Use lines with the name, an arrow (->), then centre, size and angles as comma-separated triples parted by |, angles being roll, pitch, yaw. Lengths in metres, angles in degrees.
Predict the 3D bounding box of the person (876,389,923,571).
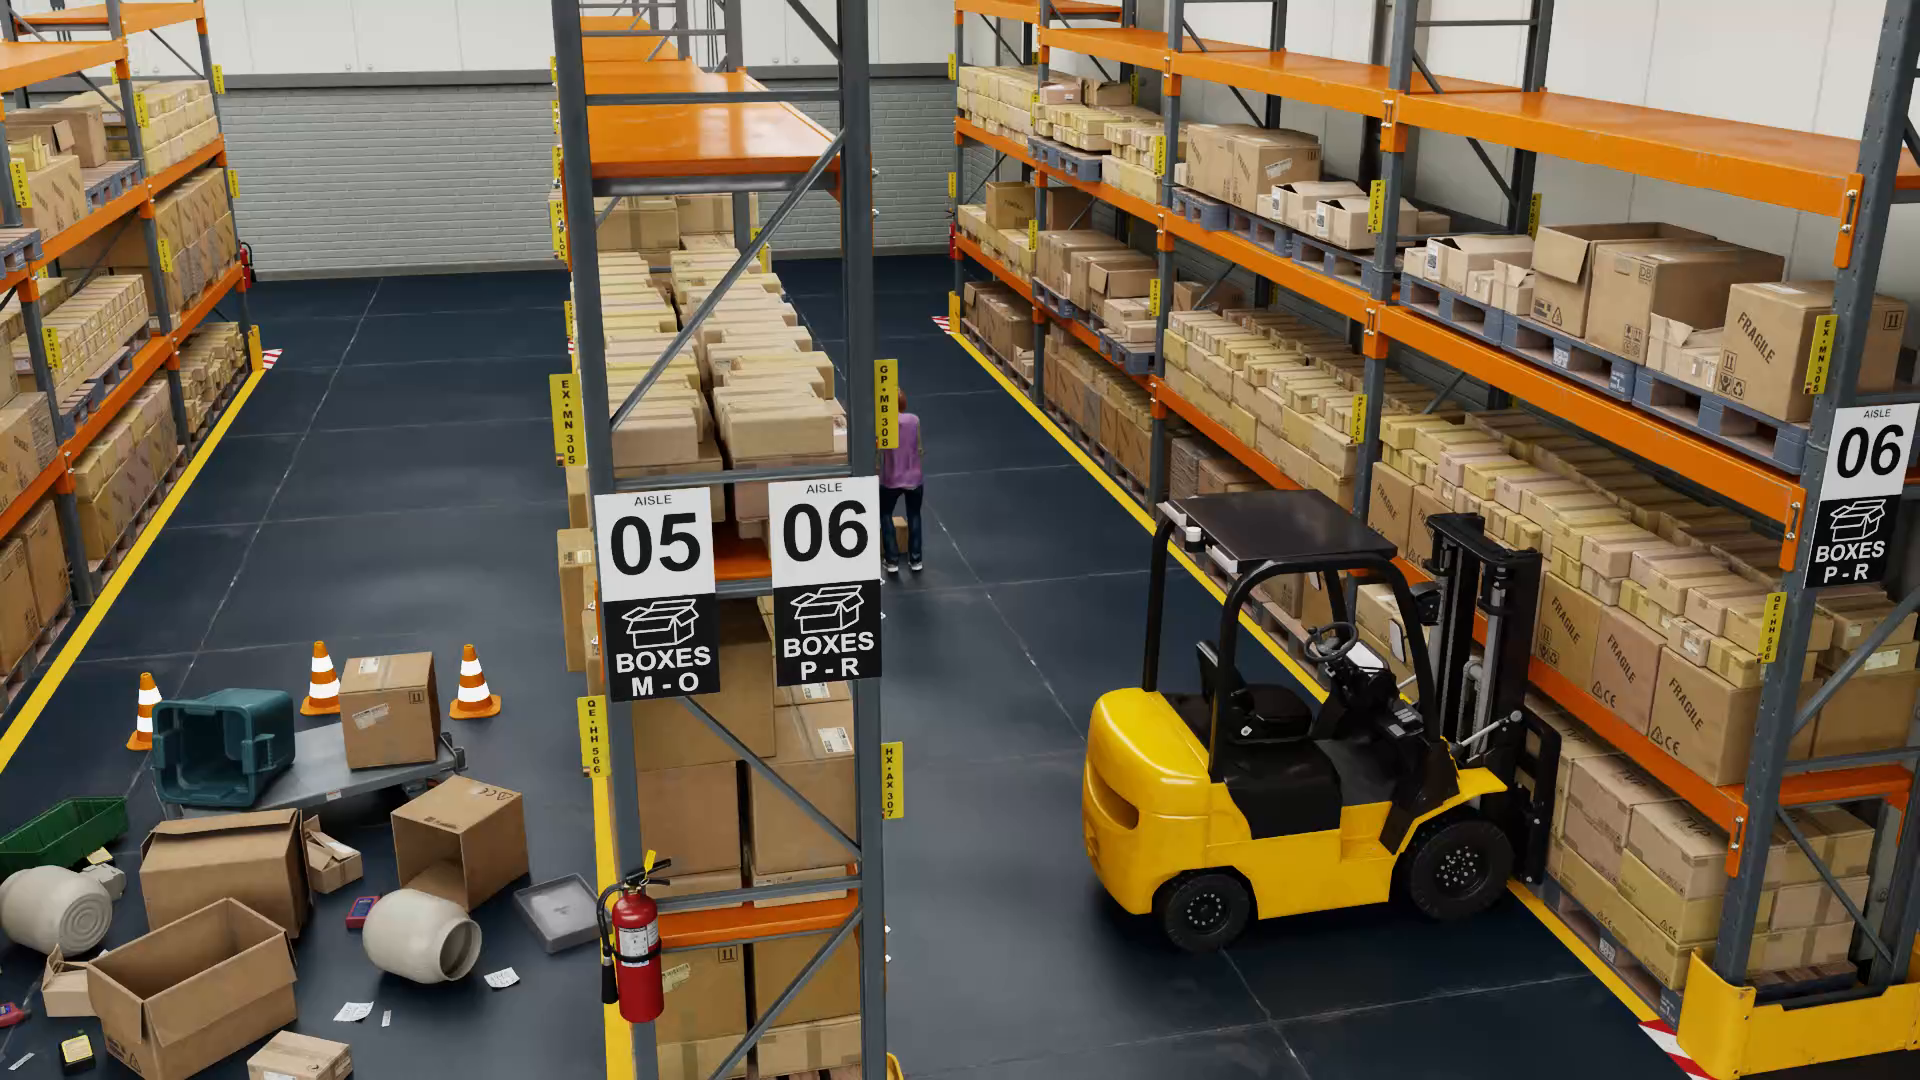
person -> -0.515, -0.416, 13.795 | 0.433, 1.396, 0.417 | -4, 20, -11
